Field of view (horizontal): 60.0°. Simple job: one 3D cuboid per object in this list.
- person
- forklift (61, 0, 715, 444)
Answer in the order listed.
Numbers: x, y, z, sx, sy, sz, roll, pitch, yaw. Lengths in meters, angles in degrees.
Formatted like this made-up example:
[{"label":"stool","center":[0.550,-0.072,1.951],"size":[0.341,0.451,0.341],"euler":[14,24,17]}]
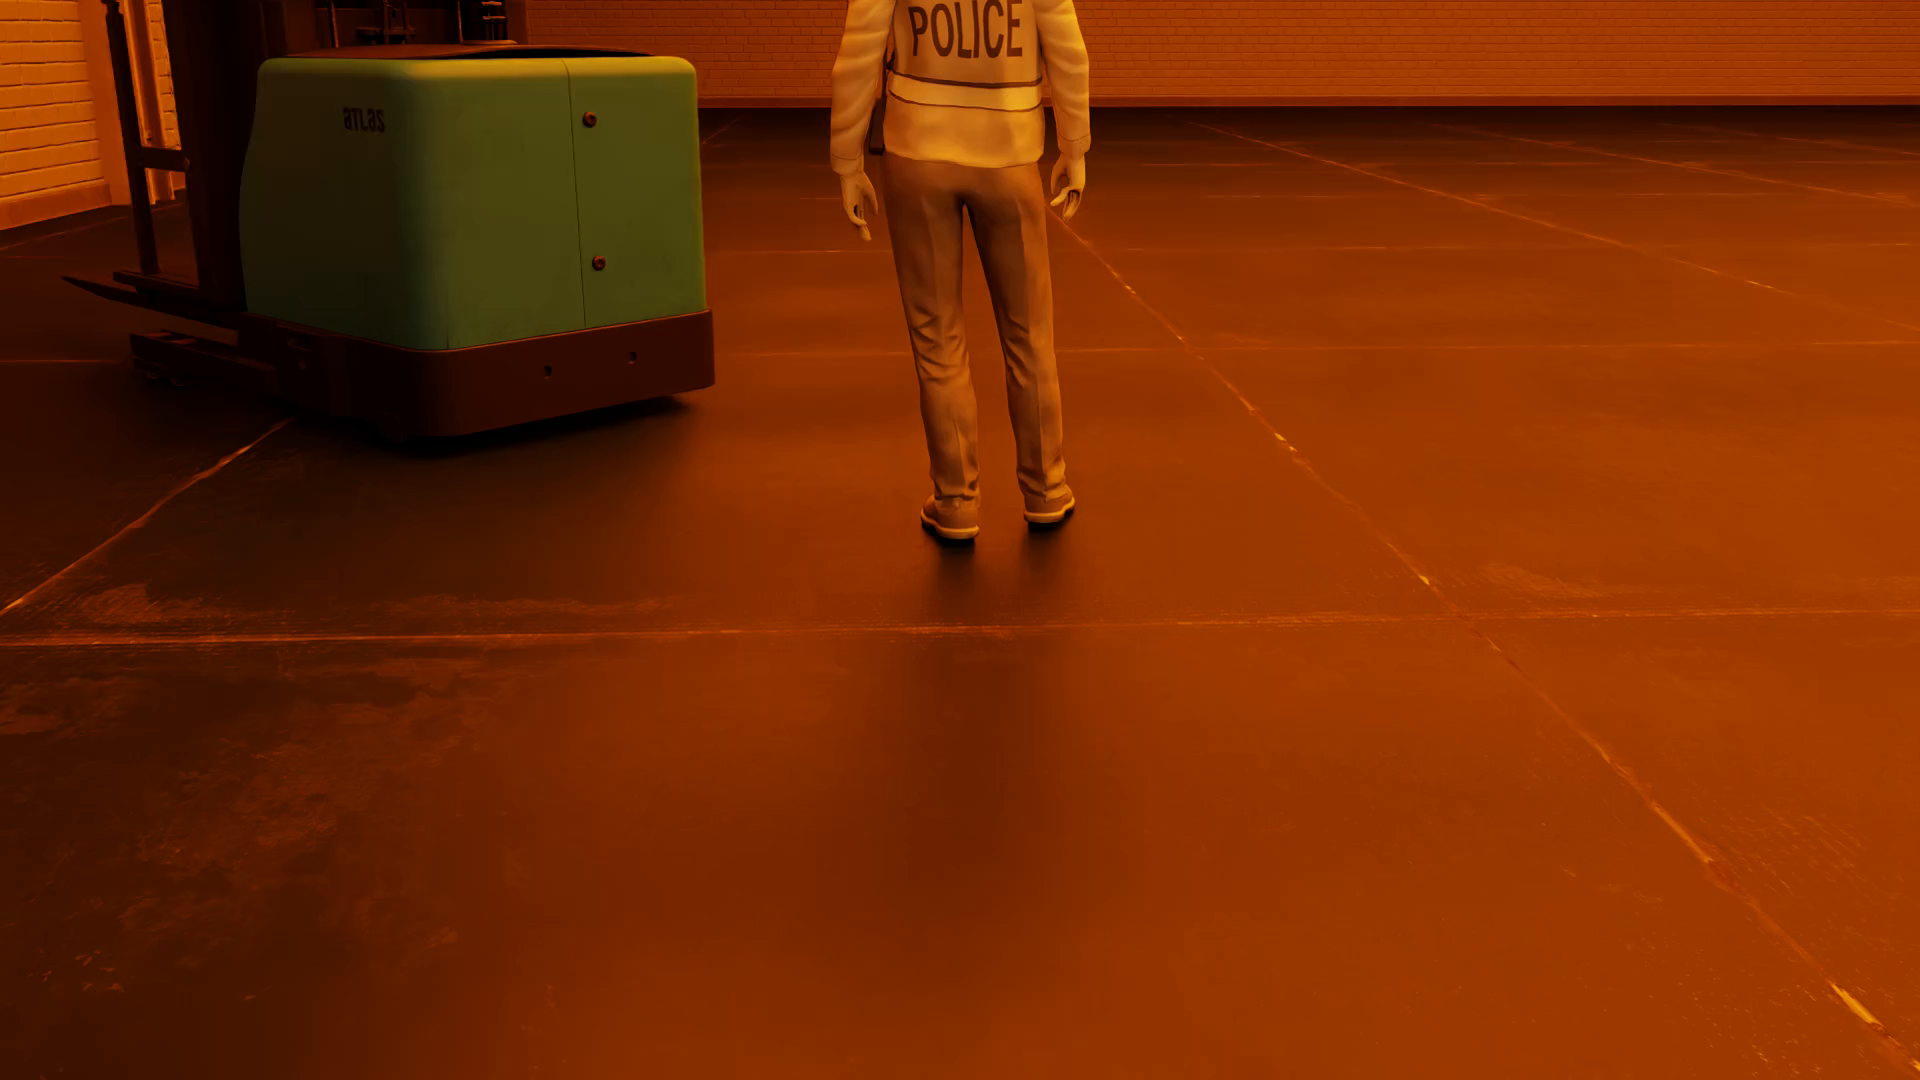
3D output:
[{"label":"person","center":[0.003,-0.837,3.734],"size":[0.586,1.694,0.532],"euler":[-1,17,-3]},{"label":"forklift","center":[-2.213,-2.014,5.492],"size":[3.031,2.935,1.130],"euler":[15,22,40]}]
